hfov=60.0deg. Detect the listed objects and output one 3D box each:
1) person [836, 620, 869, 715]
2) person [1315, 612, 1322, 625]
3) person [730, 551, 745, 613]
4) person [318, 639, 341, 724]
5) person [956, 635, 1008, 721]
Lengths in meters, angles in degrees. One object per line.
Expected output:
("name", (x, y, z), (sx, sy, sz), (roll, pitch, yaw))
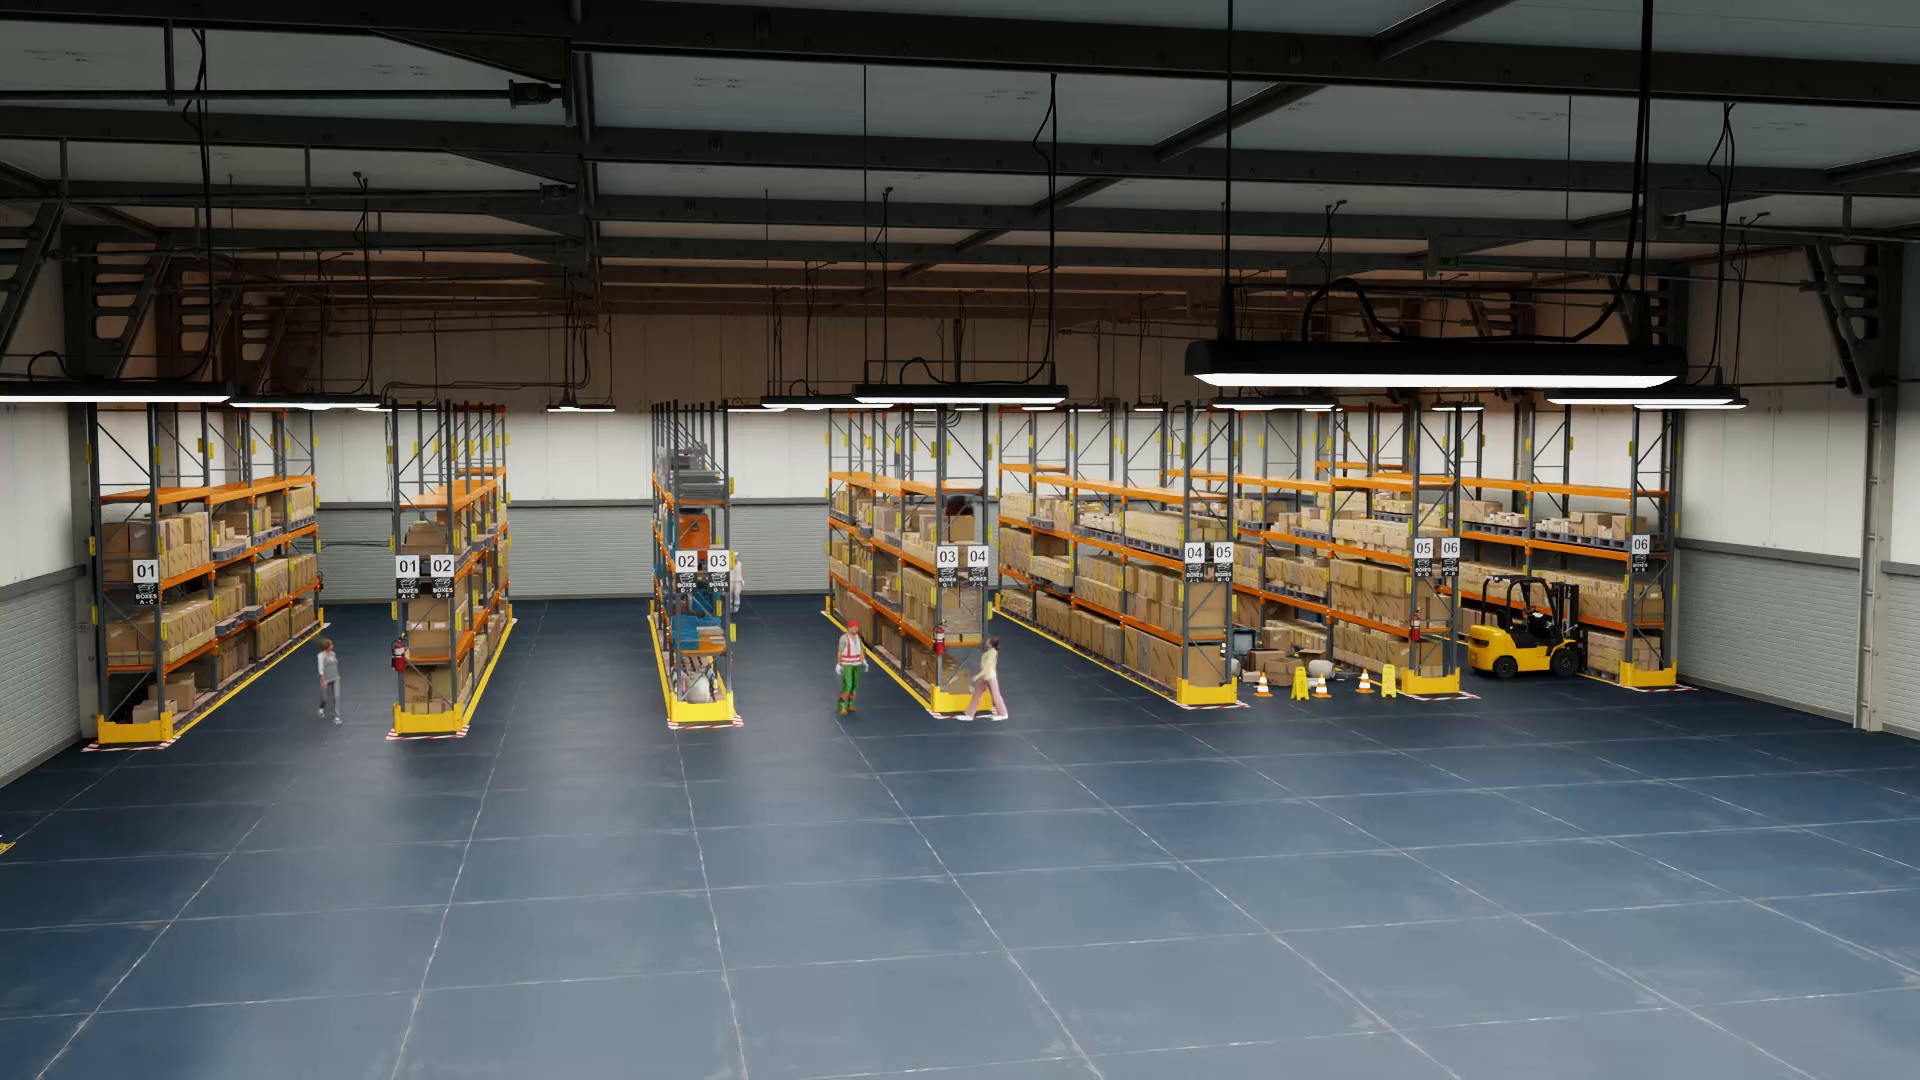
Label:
("person", (-2.099, 2.434, 32.048), (0.670, 1.803, 0.390), (-4, 6, -45))
("person", (9.655, 1.527, 45.094), (0.338, 1.599, 0.481), (-1, 4, -7))
("person", (-6.522, 1.234, 48.124), (0.565, 1.808, 0.452), (-1, 4, -7))
("person", (-11.741, 2.606, 30.911), (0.404, 1.557, 0.774), (-3, 5, -33))
("person", (0.452, 2.568, 30.875), (0.966, 1.607, 0.464), (-2, 5, -27))
